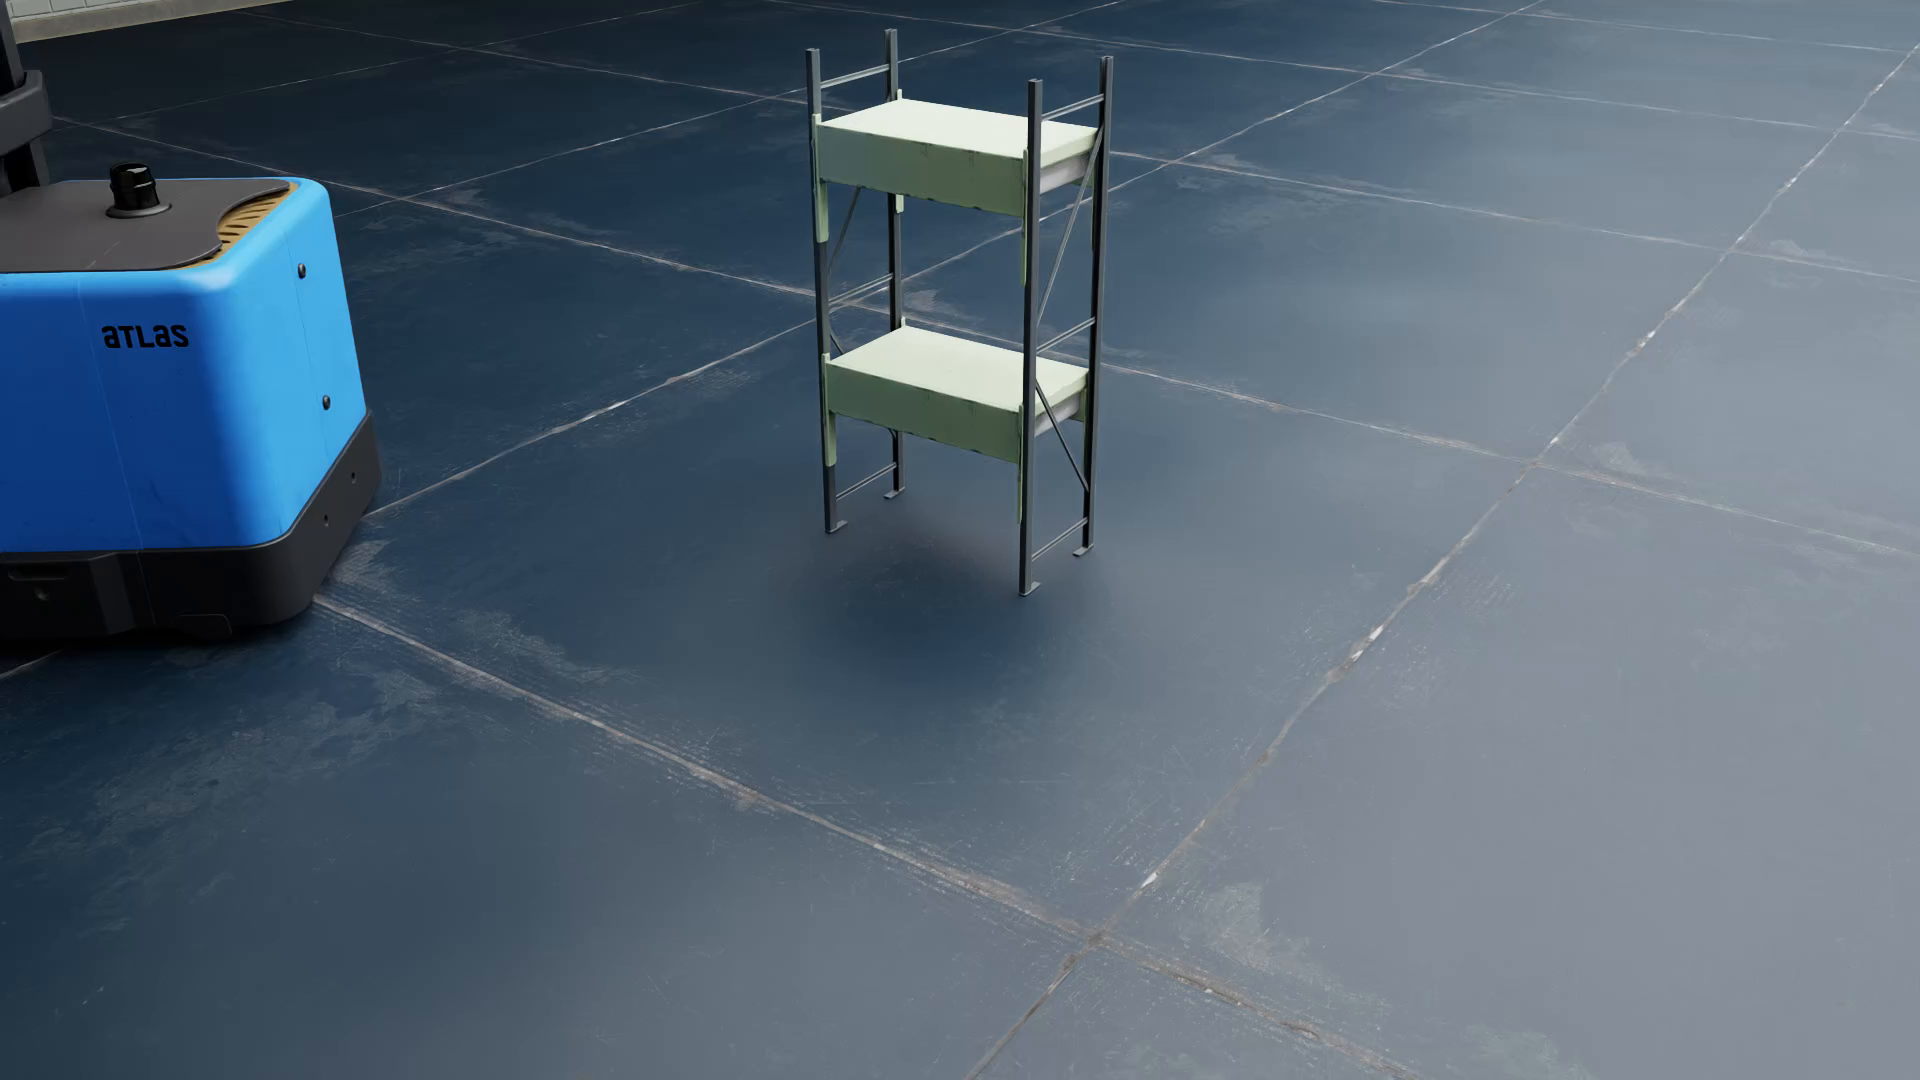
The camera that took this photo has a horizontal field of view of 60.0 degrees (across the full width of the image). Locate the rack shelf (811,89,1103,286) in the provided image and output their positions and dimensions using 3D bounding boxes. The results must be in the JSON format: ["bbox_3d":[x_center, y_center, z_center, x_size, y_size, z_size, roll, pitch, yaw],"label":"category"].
[{"bbox_3d":[-0.006,-1.018,4.736,0.720,0.370,0.431,17,32,30],"label":"rack shelf"}]

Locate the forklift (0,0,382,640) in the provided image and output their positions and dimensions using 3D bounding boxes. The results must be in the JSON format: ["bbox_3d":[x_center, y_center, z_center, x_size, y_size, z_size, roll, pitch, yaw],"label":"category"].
[{"bbox_3d":[-3.390,-1.204,4.385,3.031,2.935,1.130,-2,27,-3],"label":"forklift"}]

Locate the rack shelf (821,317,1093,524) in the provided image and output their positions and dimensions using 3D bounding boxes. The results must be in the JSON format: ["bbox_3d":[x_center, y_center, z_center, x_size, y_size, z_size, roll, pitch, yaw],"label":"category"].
[{"bbox_3d":[-0.006,-0.380,5.061,0.720,0.370,0.431,17,32,30],"label":"rack shelf"}]

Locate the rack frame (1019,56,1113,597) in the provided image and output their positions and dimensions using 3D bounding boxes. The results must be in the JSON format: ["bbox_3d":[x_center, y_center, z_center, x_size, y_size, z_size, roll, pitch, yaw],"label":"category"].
[{"bbox_3d":[0.296,-0.576,4.729,0.023,1.500,0.400,17,32,30],"label":"rack frame"}]

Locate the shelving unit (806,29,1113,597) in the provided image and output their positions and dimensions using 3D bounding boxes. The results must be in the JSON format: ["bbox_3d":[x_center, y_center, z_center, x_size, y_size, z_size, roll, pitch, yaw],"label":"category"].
[{"bbox_3d":[-0.006,-0.670,4.913,0.755,1.500,0.431,17,32,30],"label":"shelving unit"}]

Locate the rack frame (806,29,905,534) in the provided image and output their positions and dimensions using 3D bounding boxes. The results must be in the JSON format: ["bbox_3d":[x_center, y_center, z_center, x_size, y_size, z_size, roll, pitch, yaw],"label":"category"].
[{"bbox_3d":[-0.307,-0.764,5.098,0.023,1.500,0.400,17,32,30],"label":"rack frame"}]
